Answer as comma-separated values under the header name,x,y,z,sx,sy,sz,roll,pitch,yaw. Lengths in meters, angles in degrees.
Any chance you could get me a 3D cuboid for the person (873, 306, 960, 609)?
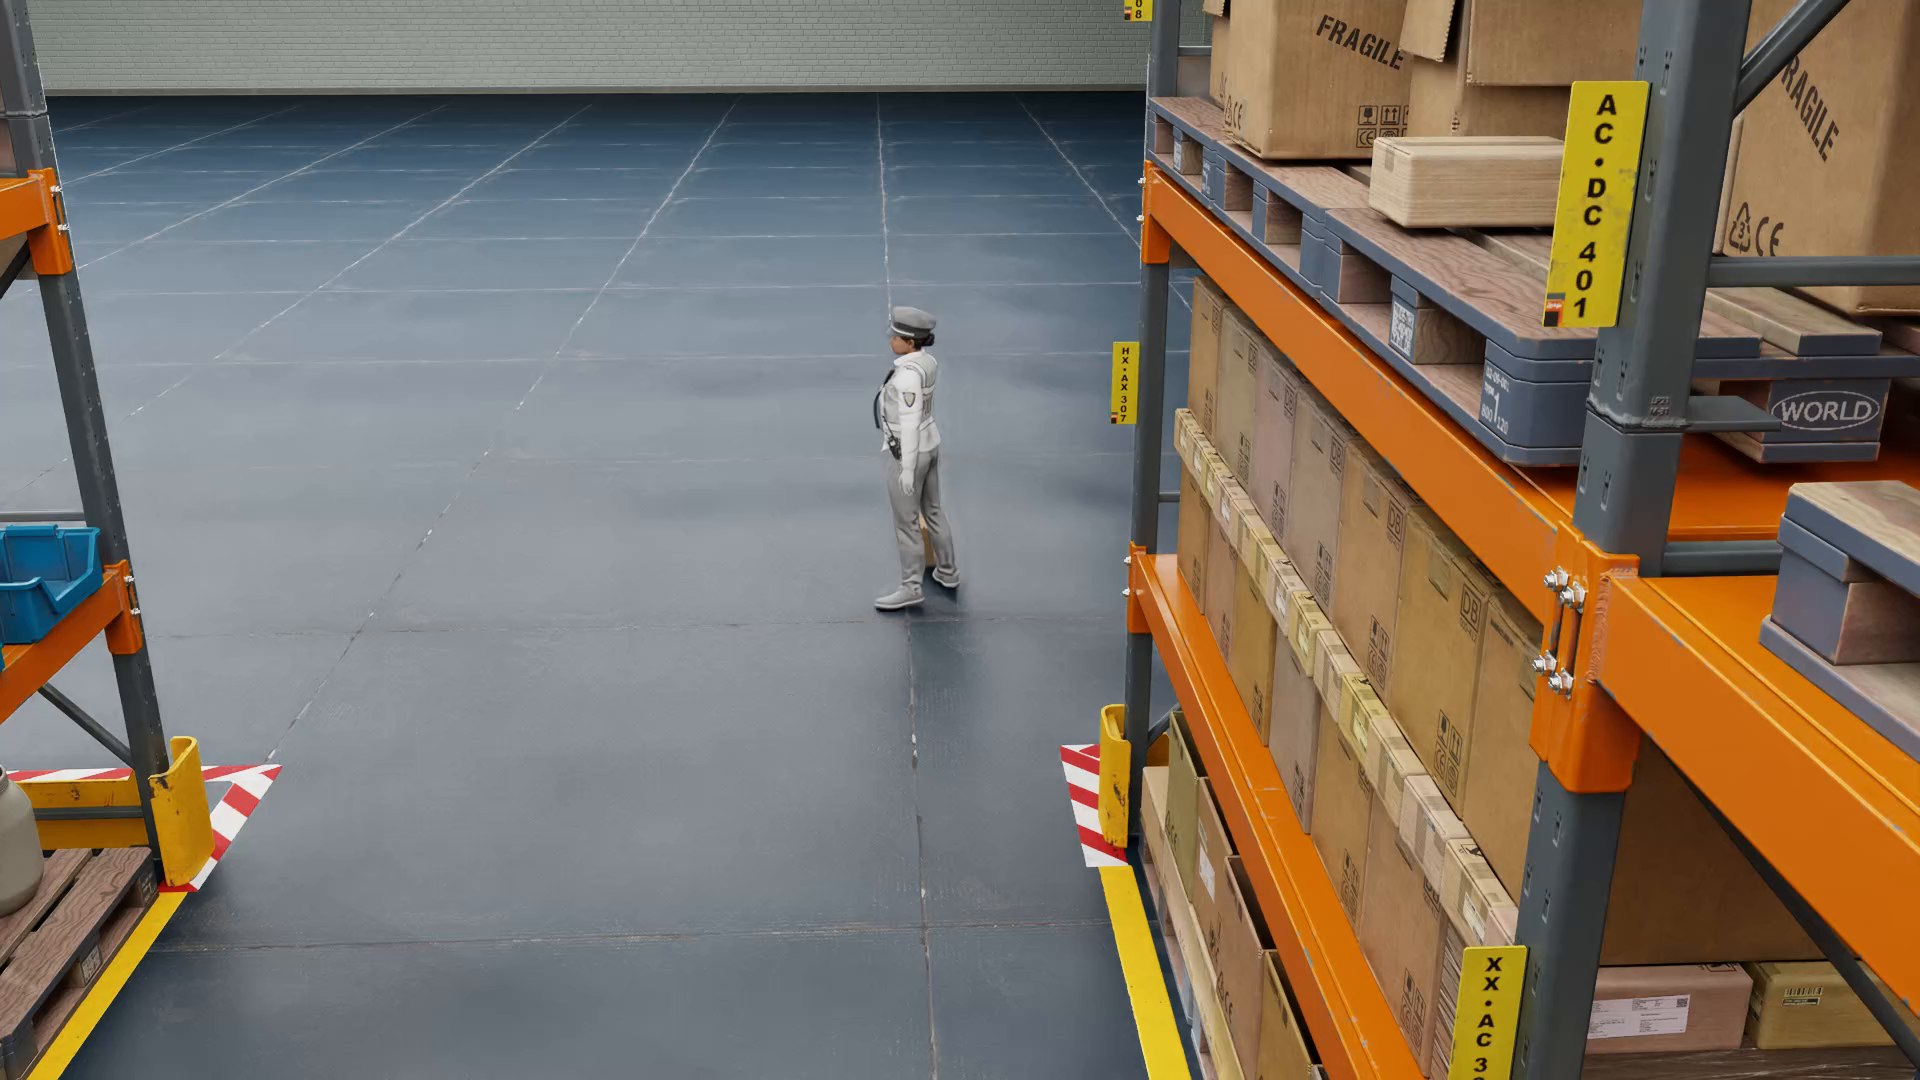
name,x,y,z,sx,sy,sz,roll,pitch,yaw
person,-0.235,-0.475,9.298,0.421,1.685,0.608,6,21,15
